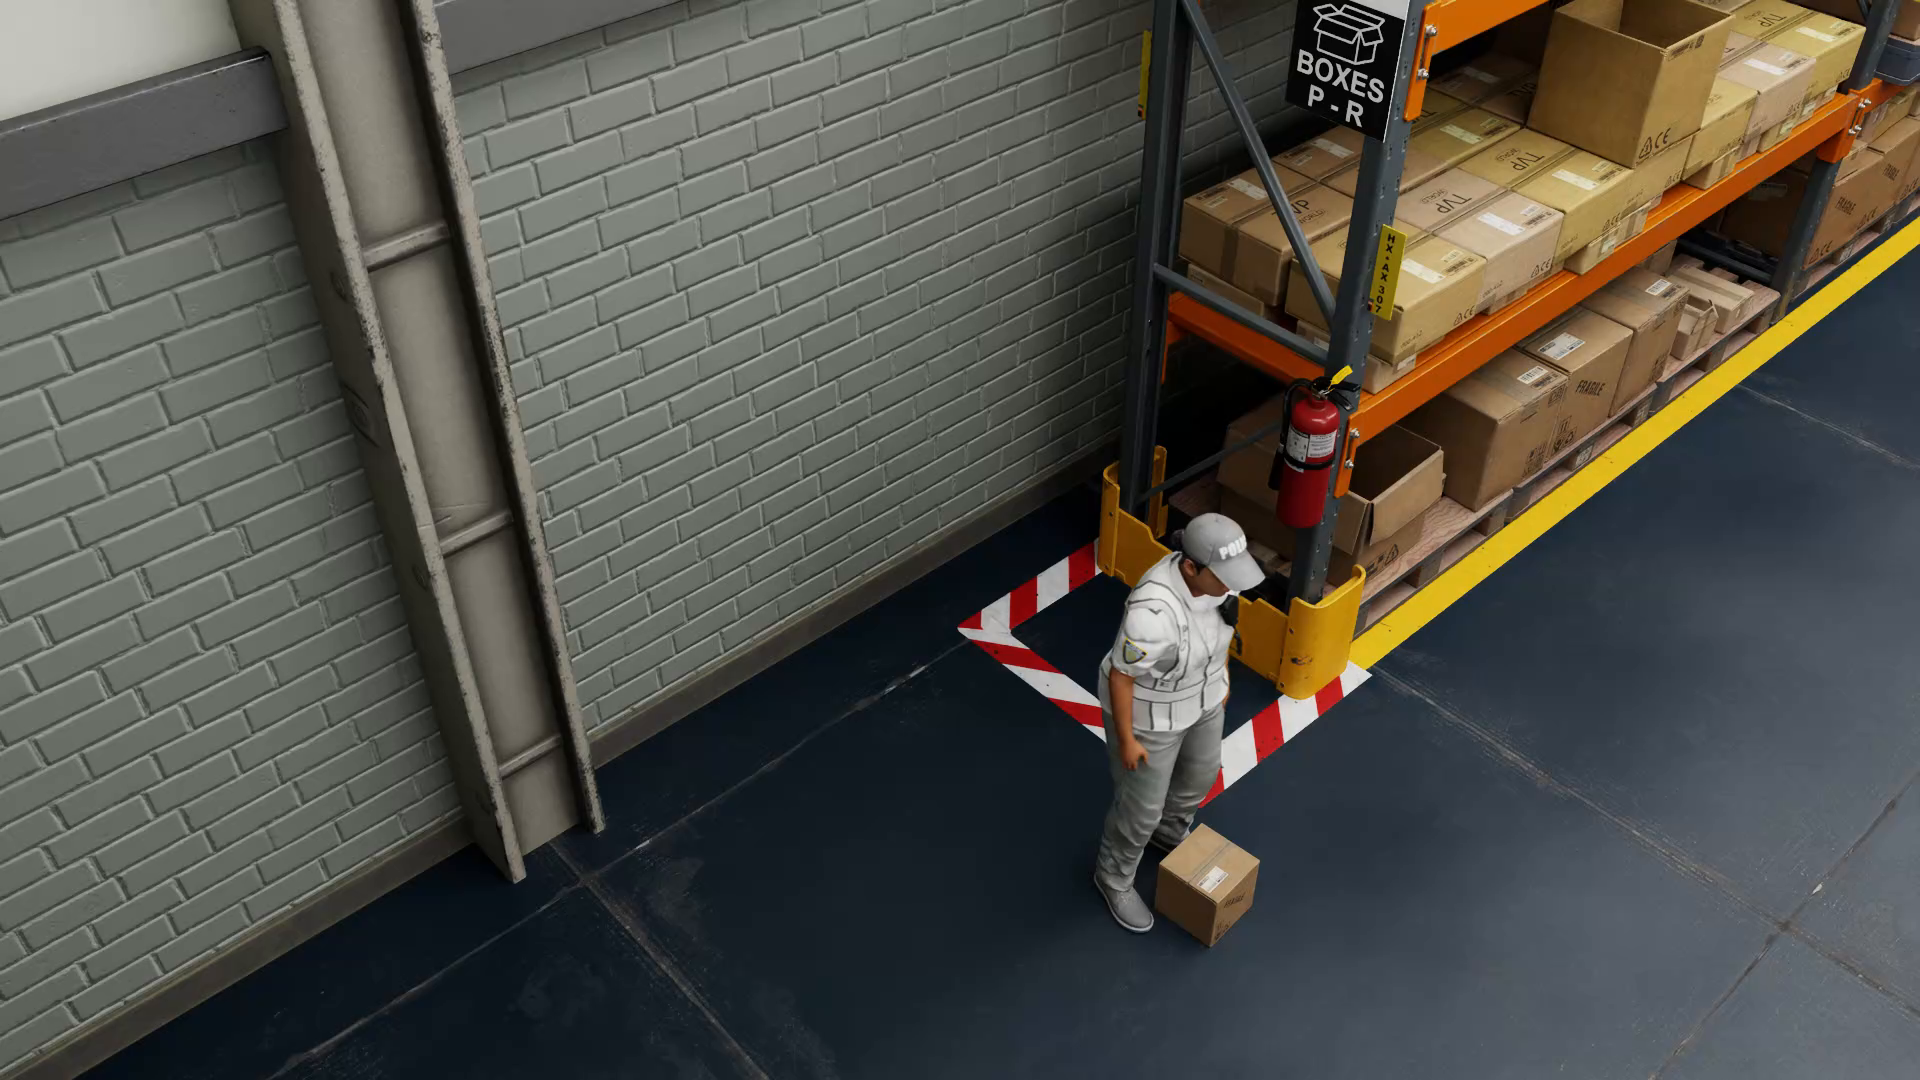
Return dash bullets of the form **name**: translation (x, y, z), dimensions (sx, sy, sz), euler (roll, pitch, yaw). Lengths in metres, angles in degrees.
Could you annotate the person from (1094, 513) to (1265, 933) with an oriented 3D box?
- **person**: translation (0.704, 0.563, 5.482), dimensions (0.537, 1.665, 0.470), euler (-31, 49, -31)
